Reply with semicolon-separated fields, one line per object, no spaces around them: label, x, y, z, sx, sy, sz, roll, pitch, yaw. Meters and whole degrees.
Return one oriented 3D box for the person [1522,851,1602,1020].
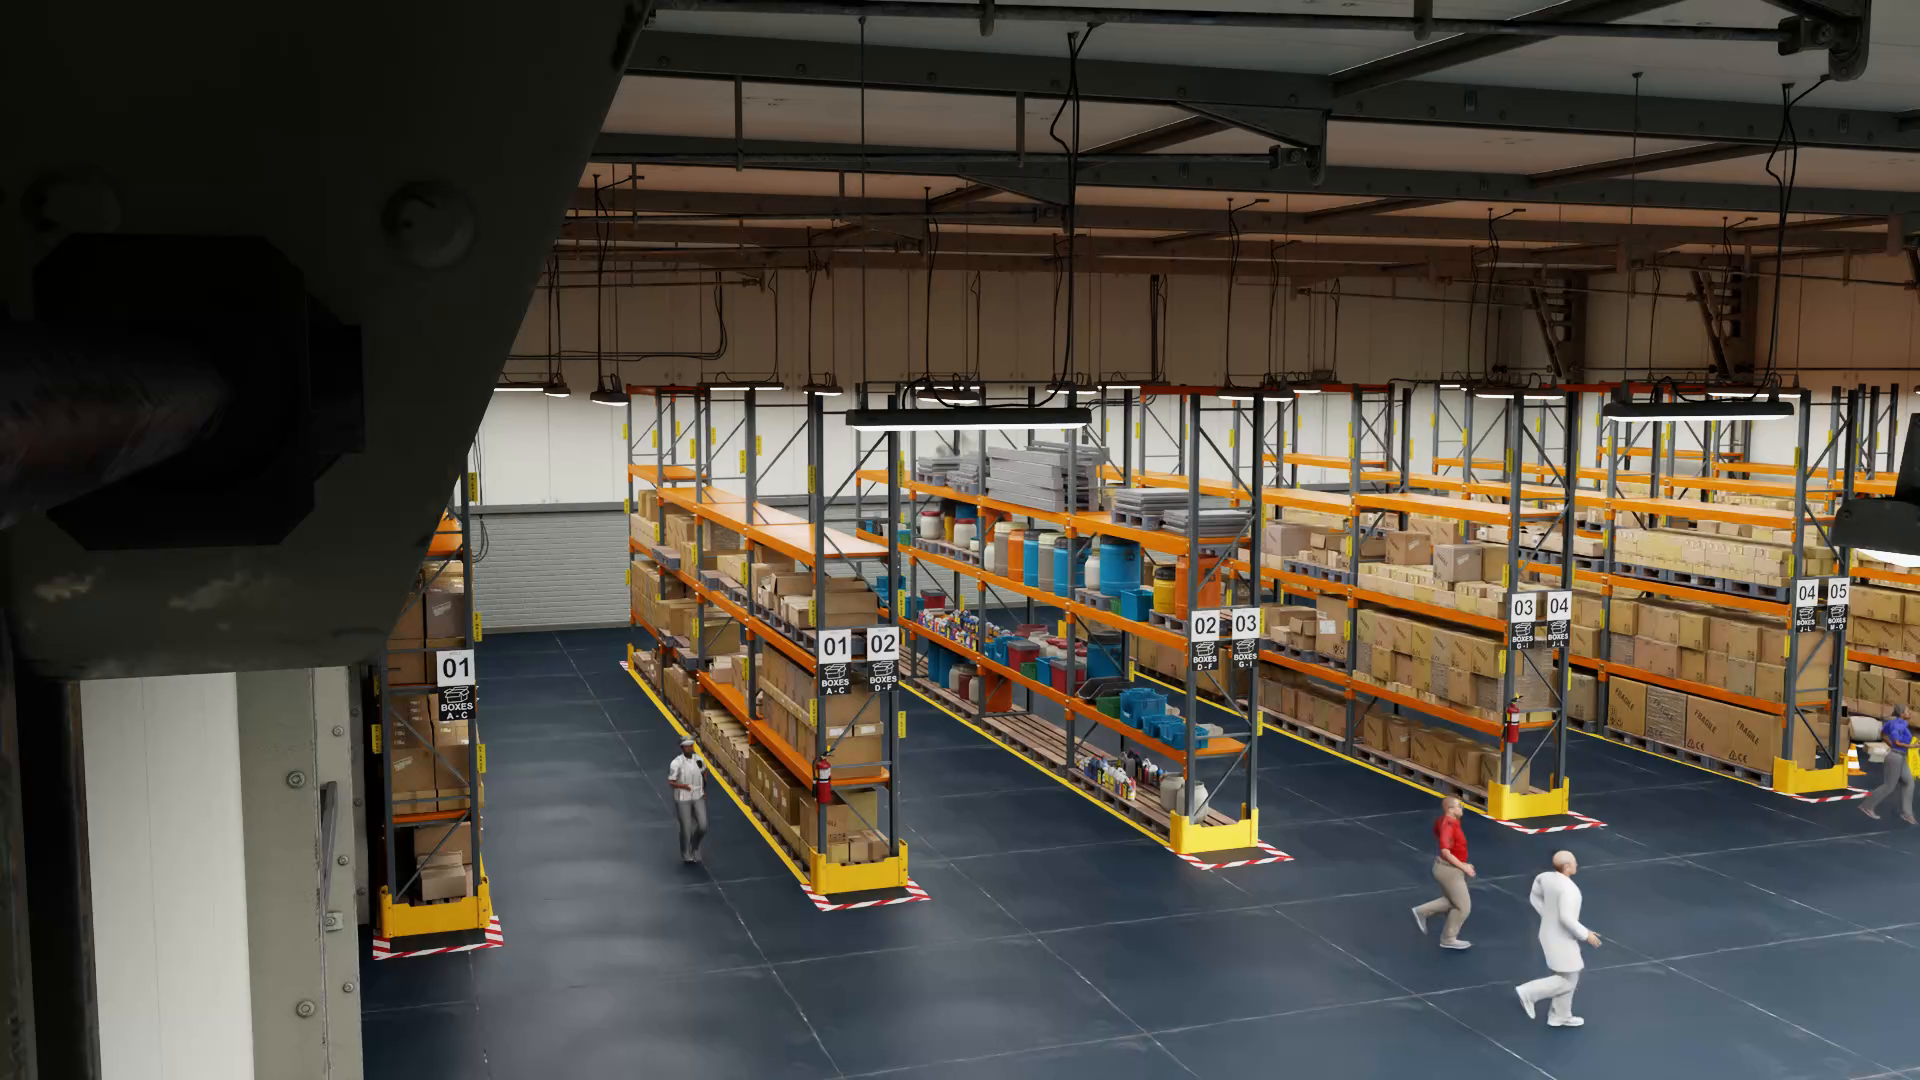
person;5.696;3.793;15.947;0.684;1.659;0.697;-1;6;-6

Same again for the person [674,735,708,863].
person;-3.451;3.309;21.210;0.387;1.681;0.524;-3;7;-26

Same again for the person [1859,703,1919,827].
person;13.051;3.130;23.255;0.764;1.685;0.579;3;7;30

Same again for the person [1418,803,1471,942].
person;5.303;3.619;18.160;0.537;1.540;0.422;1;6;9
